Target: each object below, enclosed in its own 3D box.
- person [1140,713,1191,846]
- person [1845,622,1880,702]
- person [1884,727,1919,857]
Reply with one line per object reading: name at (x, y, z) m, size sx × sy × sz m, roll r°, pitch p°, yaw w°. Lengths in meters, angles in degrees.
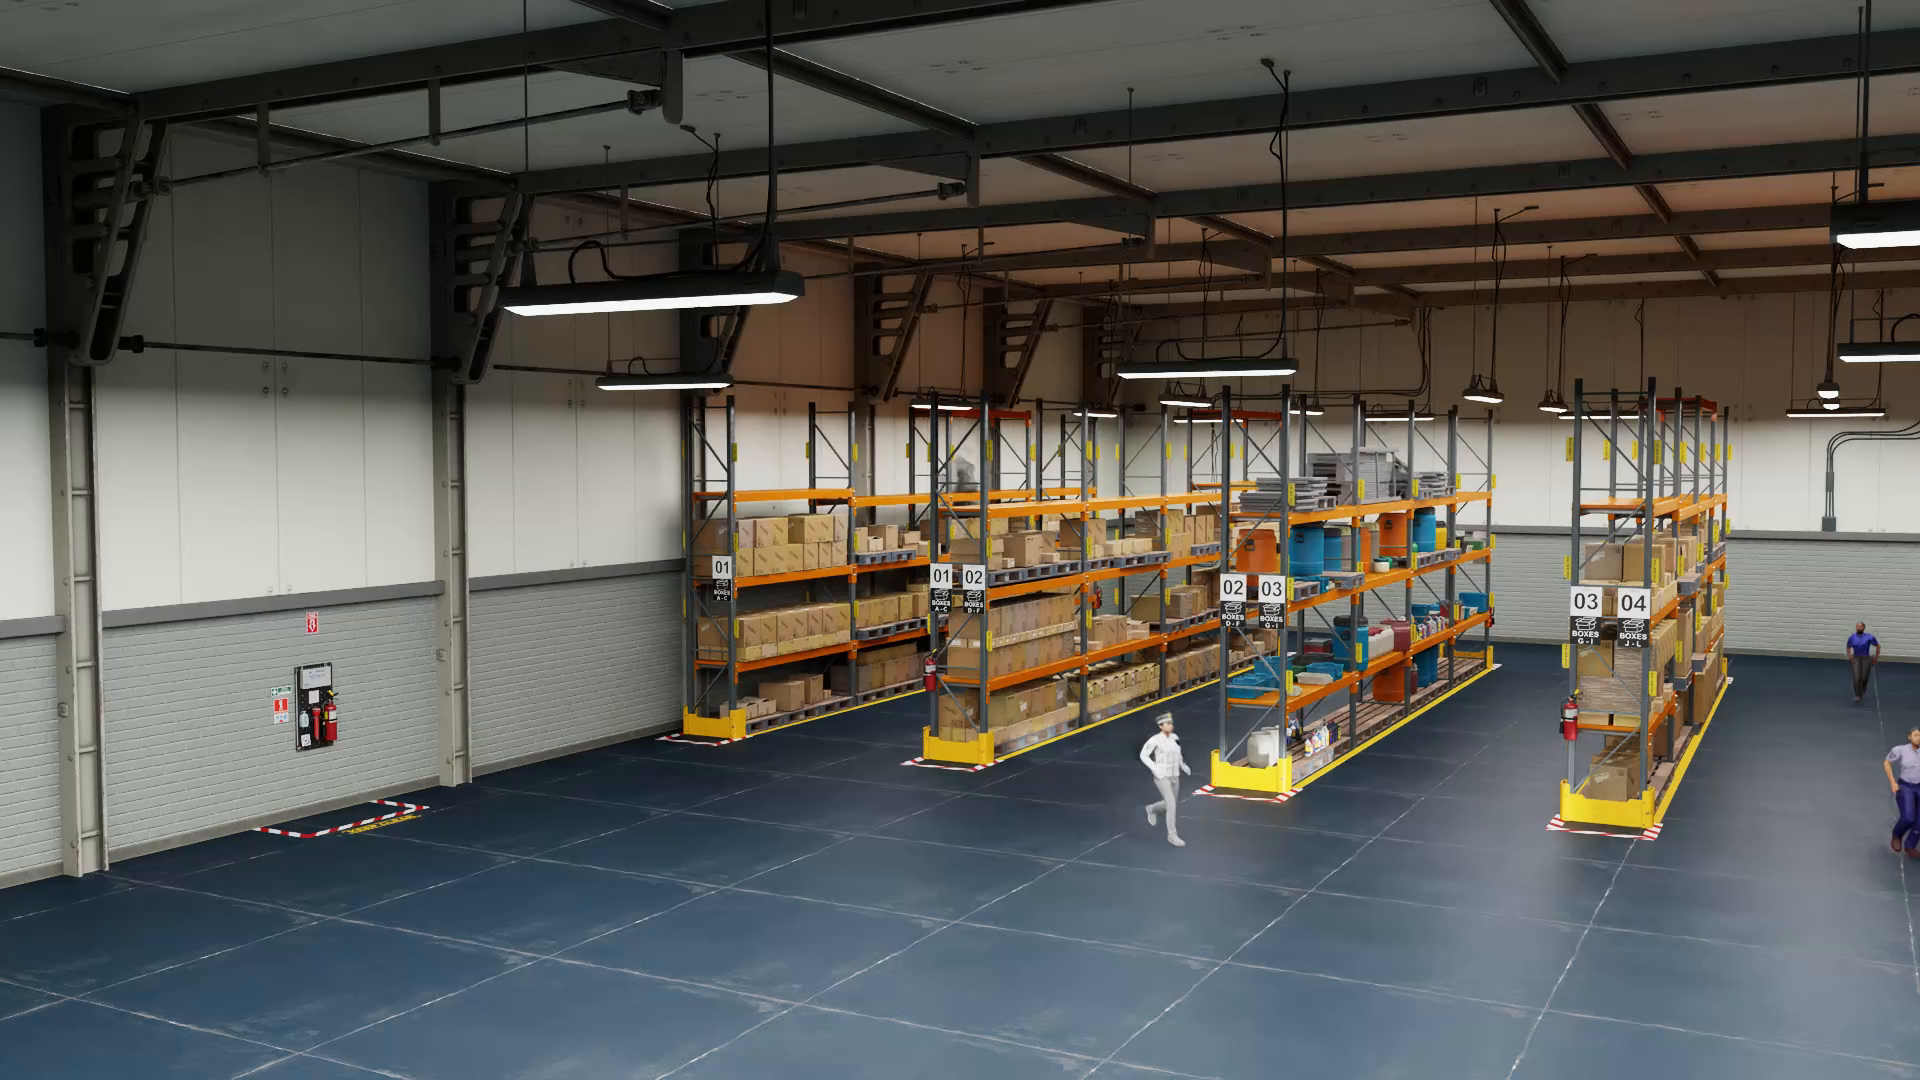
person at (2.619, 3.052, 21.436) m, size 0.618 × 1.684 × 0.762 m, roll -2°, pitch 4°, yaw -36°
person at (18.123, 2.447, 33.412) m, size 0.605 × 1.616 × 0.629 m, roll 2°, pitch 4°, yaw 38°
person at (11.807, 3.115, 20.538) m, size 0.615 × 1.614 × 0.536 m, roll 1°, pitch 3°, yaw 10°
